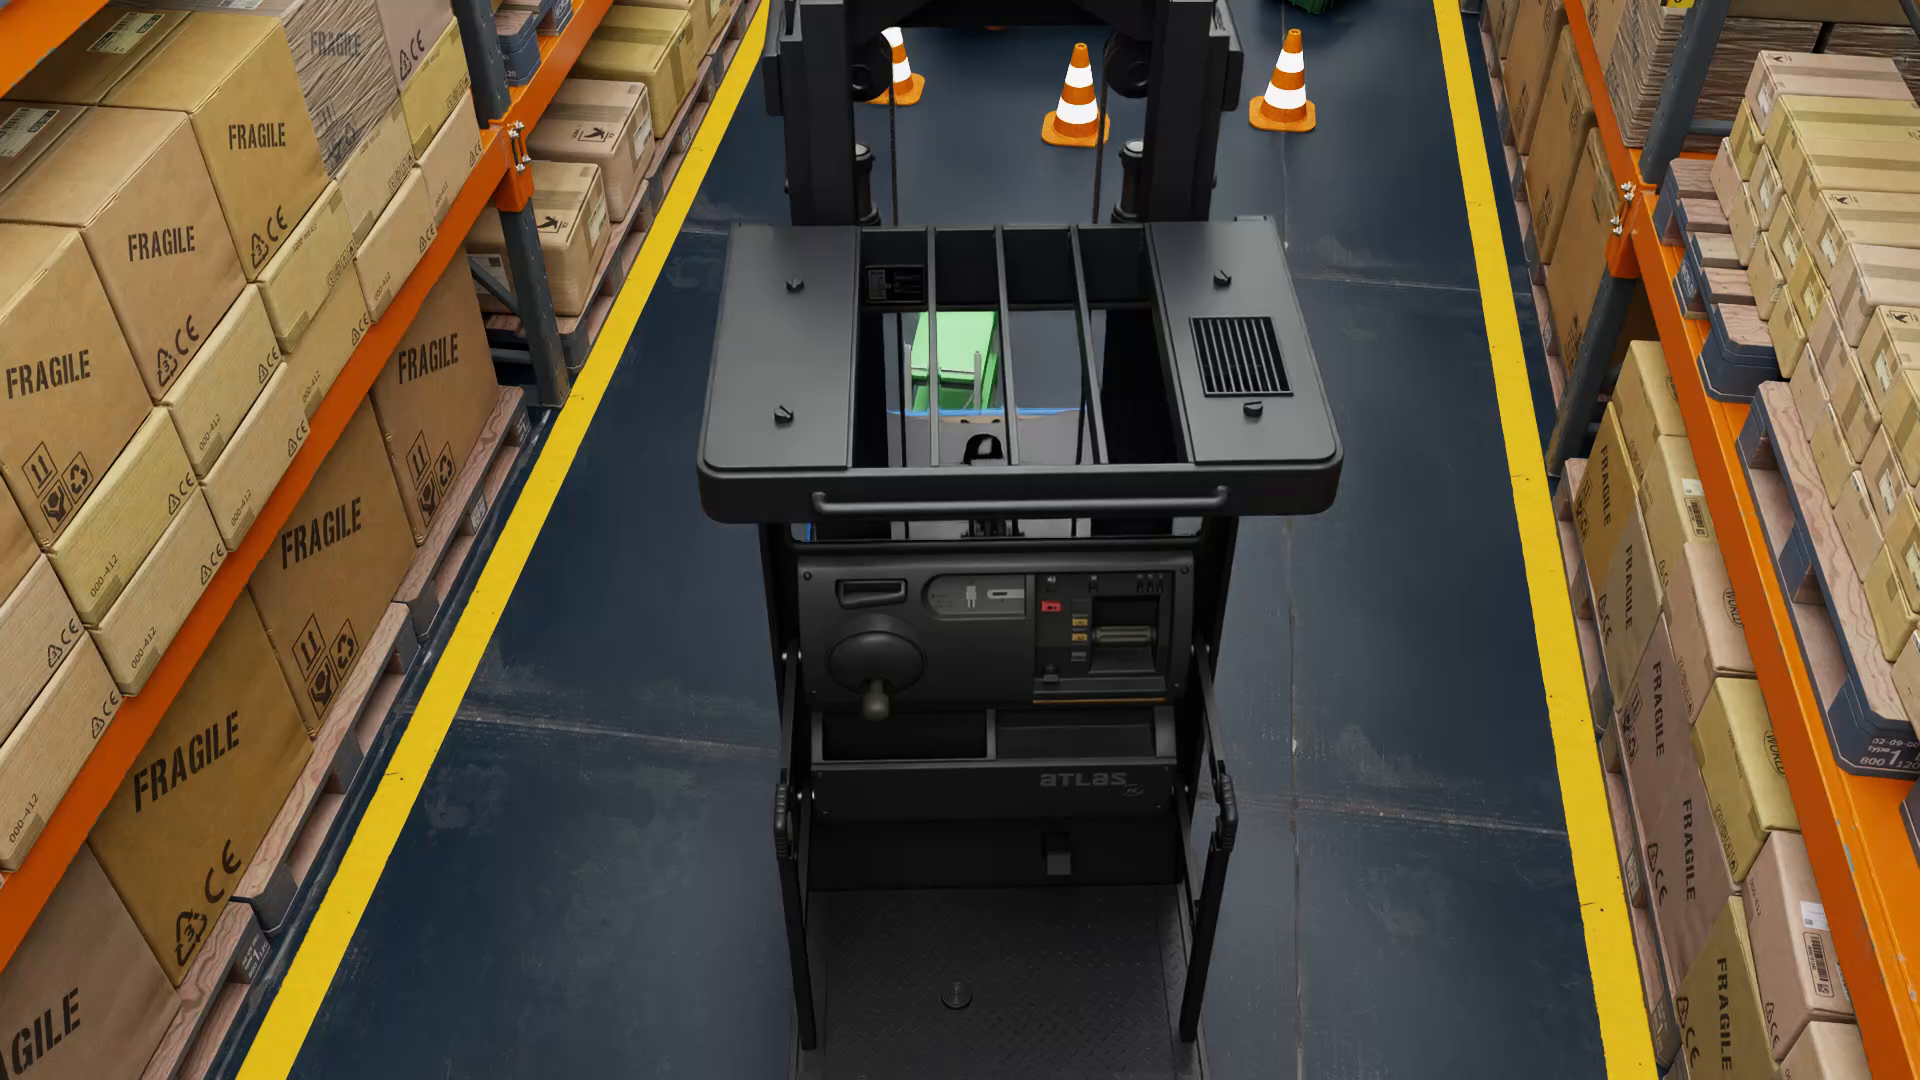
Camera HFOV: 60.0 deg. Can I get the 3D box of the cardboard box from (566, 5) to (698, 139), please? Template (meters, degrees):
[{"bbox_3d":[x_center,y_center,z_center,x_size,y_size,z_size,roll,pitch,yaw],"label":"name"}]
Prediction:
[{"bbox_3d":[-1.836,-2.310,8.114,0.950,0.372,0.625,7,44,7],"label":"cardboard box"}]

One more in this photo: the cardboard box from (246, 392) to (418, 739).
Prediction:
[{"bbox_3d":[-2.412,-0.018,5.328,0.875,0.875,0.875,6,44,6],"label":"cardboard box"}]

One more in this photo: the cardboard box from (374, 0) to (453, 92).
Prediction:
[{"bbox_3d":[-1.926,-1.731,5.097,0.500,0.500,0.500,4,44,4],"label":"cardboard box"}]

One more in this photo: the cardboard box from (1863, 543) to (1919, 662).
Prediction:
[{"bbox_3d":[2.300,0.161,3.775,0.380,0.149,0.250,7,44,7],"label":"cardboard box"}]

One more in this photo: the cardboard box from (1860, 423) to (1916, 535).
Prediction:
[{"bbox_3d":[2.340,-0.123,3.859,0.380,0.149,0.250,7,44,7],"label":"cardboard box"}]

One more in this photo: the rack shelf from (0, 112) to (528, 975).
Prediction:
[{"bbox_3d":[-2.381,-0.084,4.680,1.077,0.370,4.000,5,44,6],"label":"rack shelf"}]

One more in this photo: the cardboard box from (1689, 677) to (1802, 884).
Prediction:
[{"bbox_3d":[2.259,0.641,4.359,0.500,0.250,0.500,3,44,4],"label":"cardboard box"}]

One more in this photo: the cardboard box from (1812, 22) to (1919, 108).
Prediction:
[{"bbox_3d":[3.130,-1.645,5.733,0.500,0.500,0.500,6,44,6],"label":"cardboard box"}]

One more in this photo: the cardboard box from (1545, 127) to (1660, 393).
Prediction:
[{"bbox_3d":[2.973,-1.069,6.528,1.050,0.750,0.750,5,44,5],"label":"cardboard box"}]

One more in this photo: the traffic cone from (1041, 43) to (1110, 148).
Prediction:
[{"bbox_3d":[0.589,-2.252,8.292,0.336,0.463,0.334,5,44,6],"label":"traffic cone"}]

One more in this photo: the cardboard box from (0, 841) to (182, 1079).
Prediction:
[{"bbox_3d":[-2.643,1.207,4.033,0.875,0.875,0.875,6,44,7],"label":"cardboard box"}]

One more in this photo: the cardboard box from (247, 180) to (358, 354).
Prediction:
[{"bbox_3d":[-2.040,-0.781,4.639,0.500,0.250,0.500,4,44,4],"label":"cardboard box"}]

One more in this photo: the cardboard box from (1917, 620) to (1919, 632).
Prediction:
[{"bbox_3d":[2.268,0.228,3.488,0.380,0.149,0.250,3,44,3],"label":"cardboard box"}]

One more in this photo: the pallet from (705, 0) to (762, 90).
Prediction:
[{"bbox_3d":[-1.689,-2.891,9.149,1.003,0.211,1.213,5,44,6],"label":"pallet"}]

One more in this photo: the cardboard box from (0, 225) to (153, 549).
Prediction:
[{"bbox_3d":[-2.194,-0.346,3.634,0.500,0.500,0.500,4,44,4],"label":"cardboard box"}]

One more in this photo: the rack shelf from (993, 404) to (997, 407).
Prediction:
[{"bbox_3d":[-0.022,-0.276,5.762,0.258,0.148,0.480,5,44,6],"label":"rack shelf"}]

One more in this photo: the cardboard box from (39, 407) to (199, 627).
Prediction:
[{"bbox_3d":[-2.173,-0.083,3.901,0.500,0.250,0.500,6,44,6],"label":"cardboard box"}]

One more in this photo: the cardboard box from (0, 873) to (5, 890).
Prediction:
[{"bbox_3d":[-2.326,0.797,3.336,0.500,0.250,0.500,4,44,5],"label":"cardboard box"}]

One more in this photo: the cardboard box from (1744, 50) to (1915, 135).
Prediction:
[{"bbox_3d":[2.550,-1.304,4.890,0.380,0.149,0.250,5,44,6],"label":"cardboard box"}]

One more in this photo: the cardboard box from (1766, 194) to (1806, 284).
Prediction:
[{"bbox_3d":[2.475,-0.818,4.593,0.380,0.149,0.250,4,44,4],"label":"cardboard box"}]

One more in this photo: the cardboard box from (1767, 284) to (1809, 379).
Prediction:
[{"bbox_3d":[2.439,-0.551,4.527,0.380,0.149,0.250,7,44,7],"label":"cardboard box"}]

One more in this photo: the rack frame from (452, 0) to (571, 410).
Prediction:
[{"bbox_3d":[-2.117,-1.708,5.872,1.000,3.000,0.127,5,44,6],"label":"rack frame"}]

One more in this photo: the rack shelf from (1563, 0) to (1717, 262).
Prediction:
[{"bbox_3d":[3.068,-2.429,7.157,1.077,0.370,4.000,5,44,6],"label":"rack shelf"}]

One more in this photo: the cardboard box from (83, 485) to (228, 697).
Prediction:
[{"bbox_3d":[-2.175,0.096,4.076,0.500,0.250,0.500,5,44,5],"label":"cardboard box"}]

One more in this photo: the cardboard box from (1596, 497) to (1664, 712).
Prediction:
[{"bbox_3d":[2.394,0.230,5.338,0.500,0.500,0.500,6,44,6],"label":"cardboard box"}]

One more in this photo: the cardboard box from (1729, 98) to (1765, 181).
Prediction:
[{"bbox_3d":[2.541,-1.185,4.981,0.380,0.149,0.250,7,44,7],"label":"cardboard box"}]

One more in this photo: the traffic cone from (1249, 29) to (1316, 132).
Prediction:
[{"bbox_3d":[1.658,-2.355,8.401,0.336,0.463,0.334,5,44,6],"label":"traffic cone"}]

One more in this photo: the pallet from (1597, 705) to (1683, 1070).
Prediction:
[{"bbox_3d":[2.535,1.047,4.991,1.003,0.211,1.213,5,44,6],"label":"pallet"}]

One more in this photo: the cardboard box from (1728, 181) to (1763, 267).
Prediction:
[{"bbox_3d":[2.509,-0.919,4.916,0.380,0.149,0.250,7,44,8],"label":"cardboard box"}]

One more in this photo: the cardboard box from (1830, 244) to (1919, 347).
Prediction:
[{"bbox_3d":[2.411,-0.592,4.138,0.380,0.149,0.250,7,44,7],"label":"cardboard box"}]

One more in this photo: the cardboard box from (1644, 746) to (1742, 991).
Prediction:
[{"bbox_3d":[2.263,0.928,4.601,0.500,0.500,0.500,4,44,5],"label":"cardboard box"}]

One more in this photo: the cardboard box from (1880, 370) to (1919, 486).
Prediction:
[{"bbox_3d":[2.341,-0.241,3.768,0.380,0.149,0.250,5,44,5],"label":"cardboard box"}]

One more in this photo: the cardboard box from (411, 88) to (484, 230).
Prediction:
[{"bbox_3d":[-1.926,-1.285,5.535,0.500,0.250,0.500,4,44,4],"label":"cardboard box"}]

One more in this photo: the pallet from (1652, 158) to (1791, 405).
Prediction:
[{"bbox_3d":[2.815,-0.762,5.013,1.213,0.211,1.003,5,44,6],"label":"pallet"}]

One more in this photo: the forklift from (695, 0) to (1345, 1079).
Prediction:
[{"bbox_3d":[0.093,0.316,3.785,1.130,2.935,3.031,-1,43,-1],"label":"forklift"}]

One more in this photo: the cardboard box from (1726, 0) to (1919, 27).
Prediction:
[{"bbox_3d":[2.873,-2.031,5.414,0.700,0.500,0.500,5,44,5],"label":"cardboard box"}]

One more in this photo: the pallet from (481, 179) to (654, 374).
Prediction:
[{"bbox_3d":[-2.012,-1.228,7.393,1.003,0.211,1.213,5,44,6],"label":"pallet"}]

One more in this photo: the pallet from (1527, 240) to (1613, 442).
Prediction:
[{"bbox_3d":[2.982,-0.845,6.989,1.003,0.211,1.213,5,44,6],"label":"pallet"}]

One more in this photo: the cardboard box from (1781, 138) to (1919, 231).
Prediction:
[{"bbox_3d":[2.481,-0.957,4.523,0.380,0.149,0.250,5,44,5],"label":"cardboard box"}]

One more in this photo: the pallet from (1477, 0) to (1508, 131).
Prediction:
[{"bbox_3d":[3.305,-2.508,8.745,1.003,0.211,1.213,5,44,6],"label":"pallet"}]

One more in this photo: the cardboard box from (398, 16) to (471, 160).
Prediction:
[{"bbox_3d":[-1.929,-1.482,5.379,0.500,0.250,0.500,5,44,5],"label":"cardboard box"}]

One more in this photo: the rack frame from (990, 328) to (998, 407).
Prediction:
[{"bbox_3d":[0.010,-0.489,5.894,0.240,1.200,0.015,5,44,6],"label":"rack frame"}]

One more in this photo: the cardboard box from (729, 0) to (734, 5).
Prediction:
[{"bbox_3d":[-1.655,-3.275,9.133,0.950,0.372,0.625,6,44,6],"label":"cardboard box"}]

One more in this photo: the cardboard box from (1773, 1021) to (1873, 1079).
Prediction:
[{"bbox_3d":[2.122,1.351,3.608,0.500,0.250,0.500,4,44,4],"label":"cardboard box"}]

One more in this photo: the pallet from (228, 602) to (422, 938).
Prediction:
[{"bbox_3d":[-2.459,0.664,5.395,1.003,0.211,1.213,5,44,6],"label":"pallet"}]

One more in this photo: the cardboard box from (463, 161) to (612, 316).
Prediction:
[{"bbox_3d":[-2.032,-1.290,7.037,0.950,0.372,0.625,3,43,3],"label":"cardboard box"}]

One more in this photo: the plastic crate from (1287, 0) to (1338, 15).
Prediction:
[{"bbox_3d":[2.057,-3.290,9.547,0.450,0.188,0.662,35,53,18],"label":"plastic crate"}]

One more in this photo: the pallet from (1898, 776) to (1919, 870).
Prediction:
[{"bbox_3d":[2.520,0.961,3.193,1.003,0.211,1.213,5,44,6],"label":"pallet"}]

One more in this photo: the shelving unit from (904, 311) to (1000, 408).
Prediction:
[{"bbox_3d":[-0.022,-0.323,5.718,0.258,1.200,0.503,5,44,6],"label":"shelving unit"}]

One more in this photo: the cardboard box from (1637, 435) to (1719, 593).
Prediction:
[{"bbox_3d":[2.405,-0.050,5.089,0.500,0.250,0.500,5,44,5],"label":"cardboard box"}]

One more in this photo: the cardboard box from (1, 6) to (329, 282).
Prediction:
[{"bbox_3d":[-2.058,-1.043,4.370,0.500,0.500,0.500,5,44,6],"label":"cardboard box"}]

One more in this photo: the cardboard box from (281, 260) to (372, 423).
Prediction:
[{"bbox_3d":[-2.061,-0.594,4.805,0.500,0.250,0.500,5,44,5],"label":"cardboard box"}]

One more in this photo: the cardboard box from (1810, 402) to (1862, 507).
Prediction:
[{"bbox_3d":[2.371,-0.198,4.155,0.380,0.149,0.250,6,44,6],"label":"cardboard box"}]

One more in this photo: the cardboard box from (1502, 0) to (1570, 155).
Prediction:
[{"bbox_3d":[3.208,-2.300,7.828,1.050,0.750,0.750,5,44,6],"label":"cardboard box"}]

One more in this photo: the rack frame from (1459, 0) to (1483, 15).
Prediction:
[{"bbox_3d":[3.332,-4.053,8.349,1.000,3.000,0.127,5,44,6],"label":"rack frame"}]

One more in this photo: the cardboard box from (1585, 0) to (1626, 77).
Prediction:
[{"bbox_3d":[2.664,-2.034,6.144,0.500,0.500,0.500,5,44,6],"label":"cardboard box"}]

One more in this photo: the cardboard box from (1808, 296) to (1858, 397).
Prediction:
[{"bbox_3d":[2.408,-0.476,4.232,0.380,0.149,0.250,5,44,6],"label":"cardboard box"}]
